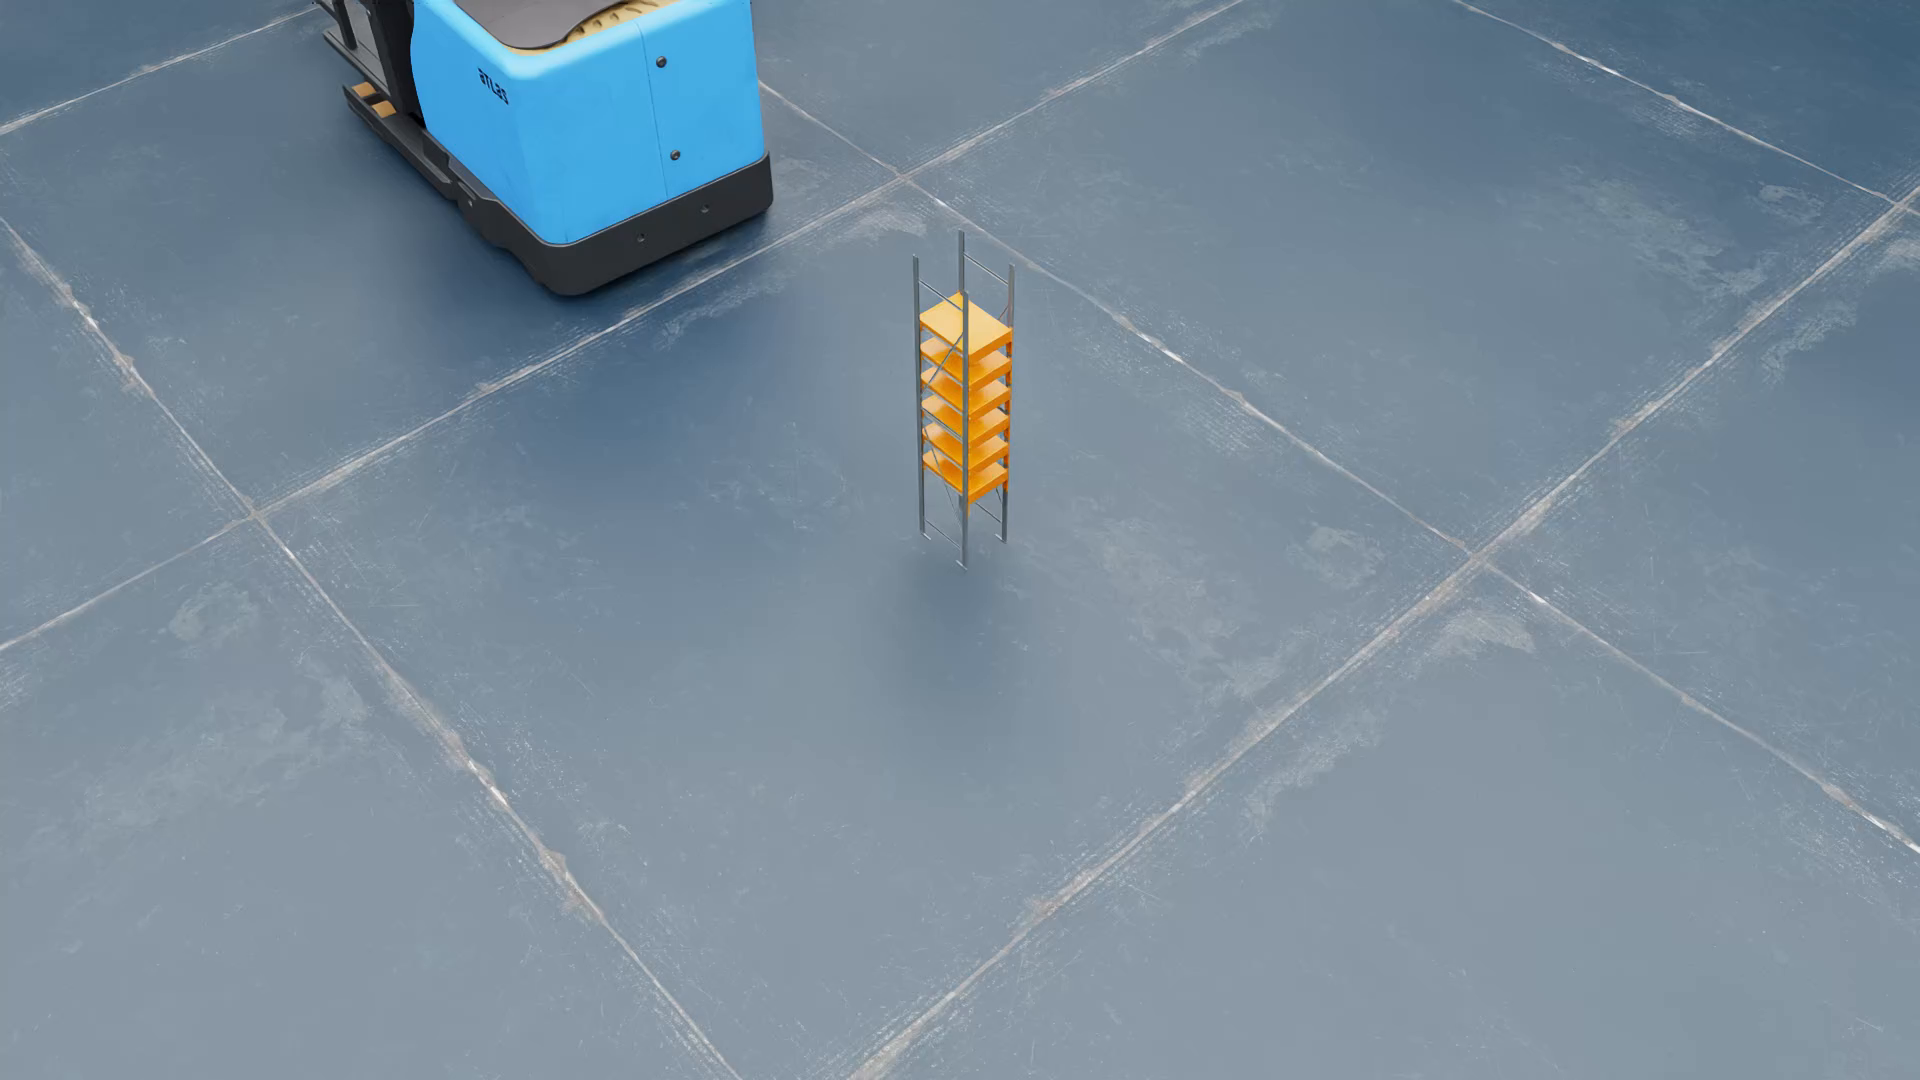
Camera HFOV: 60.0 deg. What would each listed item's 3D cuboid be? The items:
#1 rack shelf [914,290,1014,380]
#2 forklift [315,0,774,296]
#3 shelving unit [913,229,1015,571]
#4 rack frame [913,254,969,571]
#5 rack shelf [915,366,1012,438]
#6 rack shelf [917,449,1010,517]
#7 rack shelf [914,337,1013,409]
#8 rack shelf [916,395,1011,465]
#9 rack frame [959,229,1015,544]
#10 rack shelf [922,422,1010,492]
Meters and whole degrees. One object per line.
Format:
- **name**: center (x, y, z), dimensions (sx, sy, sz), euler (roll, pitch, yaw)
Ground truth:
- **rack shelf**: center (0.011, -0.628, 5.084), dimensions (0.180, 0.103, 0.258), euler (-34, 56, -27)
- **forklift**: center (-2.101, -2.979, 6.505), dimensions (1.130, 2.935, 3.031), euler (-31, 54, -25)
- **shelving unit**: center (0.011, -0.414, 5.316), dimensions (0.189, 1.200, 0.258), euler (-34, 56, -27)
- **rack frame**: center (-0.057, -0.369, 5.274), dimensions (0.006, 1.200, 0.240), euler (-34, 56, -27)
- **rack shelf**: center (0.011, -0.465, 5.260), dimensions (0.180, 0.103, 0.258), euler (-34, 56, -27)
- **rack shelf**: center (0.011, -0.221, 5.525), dimensions (0.180, 0.103, 0.258), euler (-34, 56, -27)
- **rack shelf**: center (0.011, -0.547, 5.172), dimensions (0.180, 0.103, 0.258), euler (-34, 56, -27)
- **rack shelf**: center (0.011, -0.384, 5.348), dimensions (0.180, 0.103, 0.258), euler (-34, 56, -27)
- **rack frame**: center (0.078, -0.459, 5.357), dimensions (0.006, 1.200, 0.240), euler (-34, 56, -27)
- **rack shelf**: center (0.011, -0.303, 5.436), dimensions (0.180, 0.103, 0.258), euler (-34, 56, -27)
